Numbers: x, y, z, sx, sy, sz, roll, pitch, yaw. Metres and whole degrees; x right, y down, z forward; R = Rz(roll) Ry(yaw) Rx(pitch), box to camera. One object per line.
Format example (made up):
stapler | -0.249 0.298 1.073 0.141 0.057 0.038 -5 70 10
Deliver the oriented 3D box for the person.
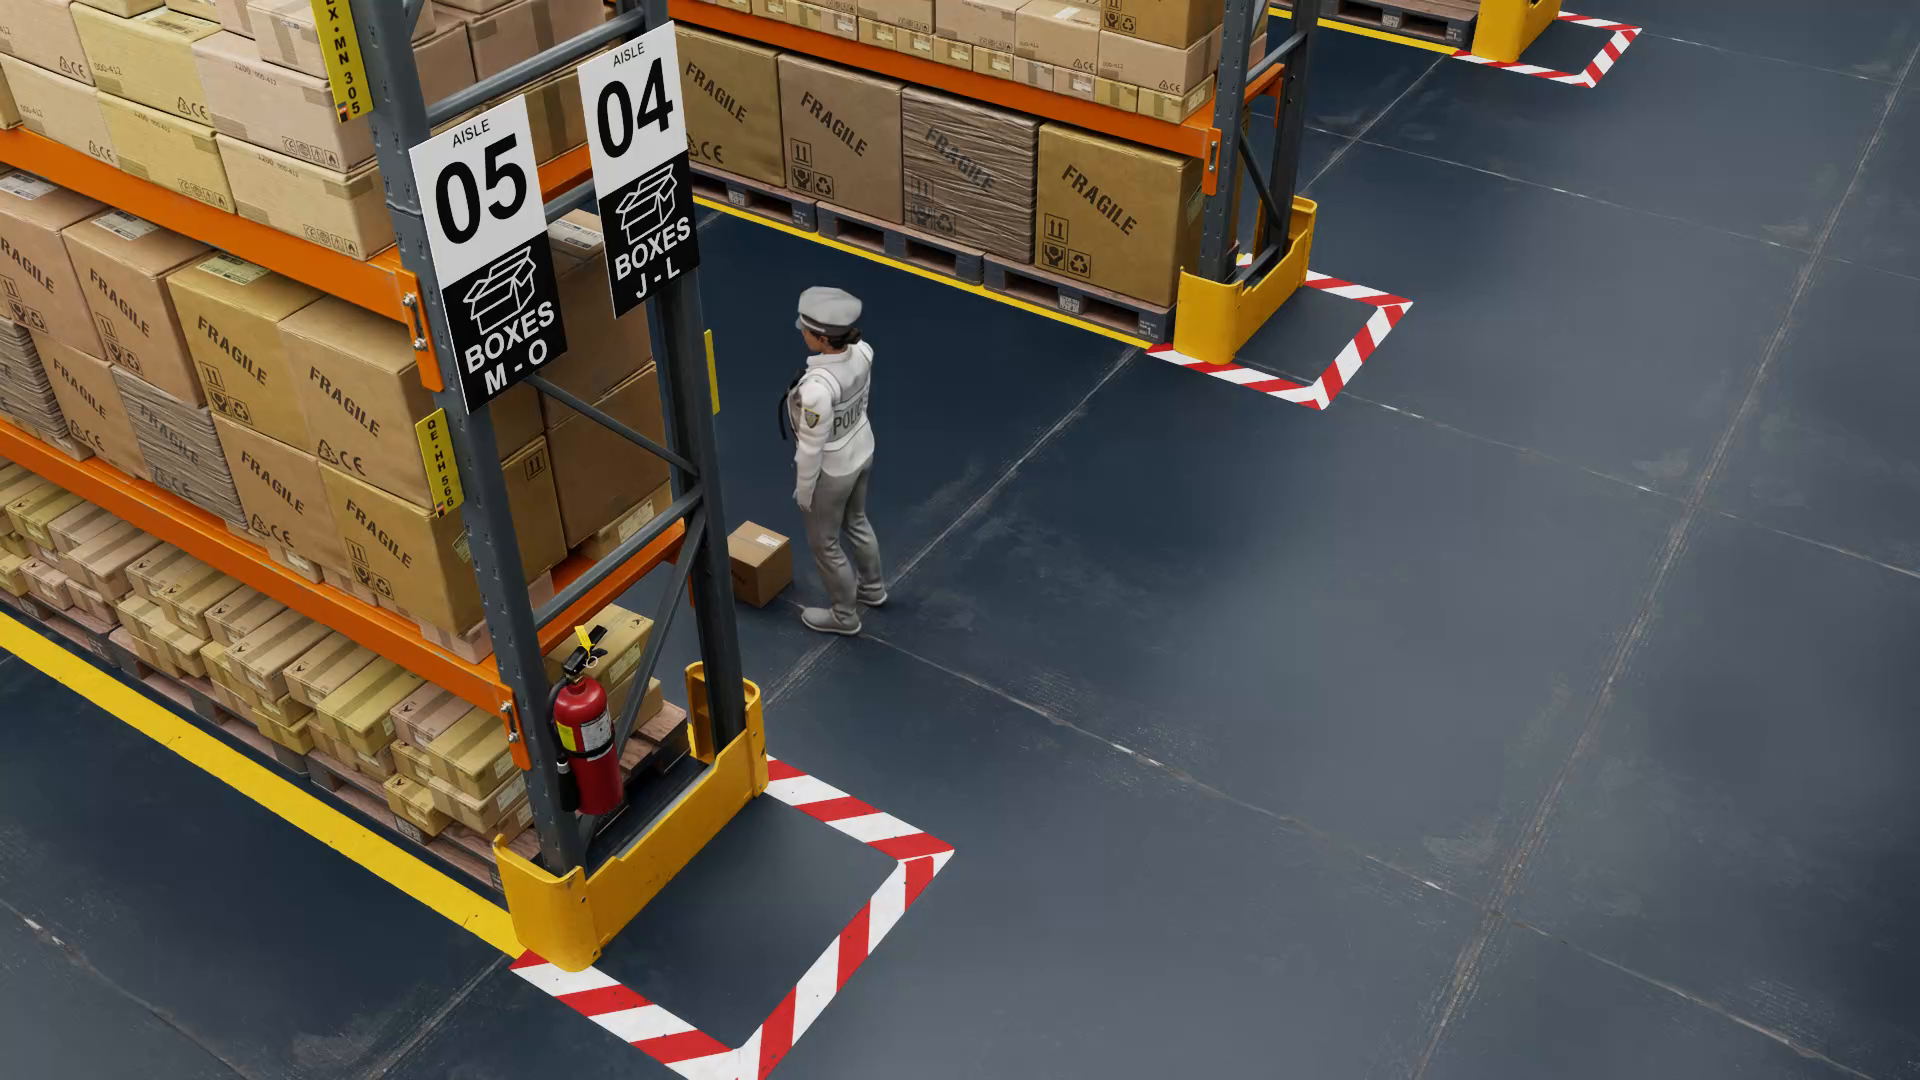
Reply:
person | -0.549 -0.307 7.071 0.330 1.684 0.469 16 41 19
